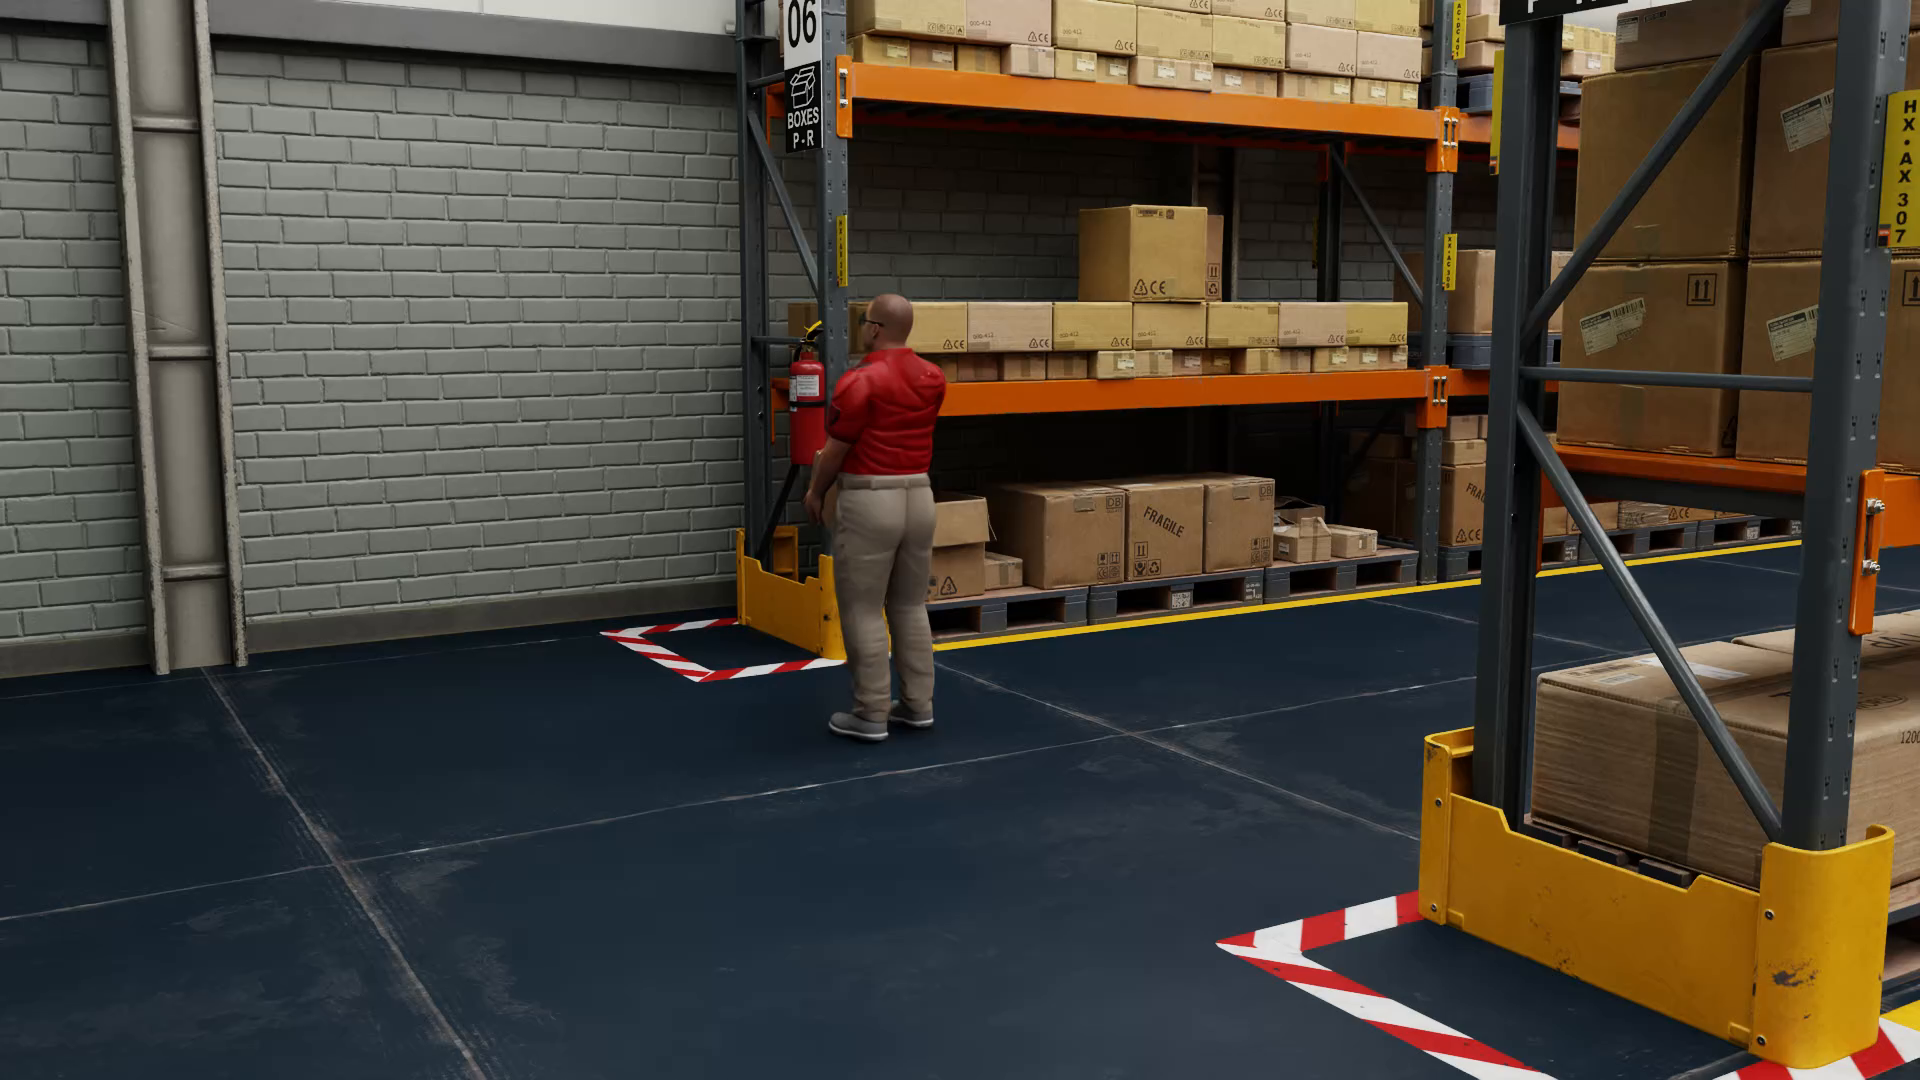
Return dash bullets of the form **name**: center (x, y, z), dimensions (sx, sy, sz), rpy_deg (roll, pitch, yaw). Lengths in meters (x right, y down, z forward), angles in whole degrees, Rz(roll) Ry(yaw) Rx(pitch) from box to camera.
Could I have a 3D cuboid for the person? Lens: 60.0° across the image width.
- **person**: center (-0.347, -0.094, 6.534), dimensions (0.547, 1.728, 0.515), rpy_deg (-7, 11, -42)
